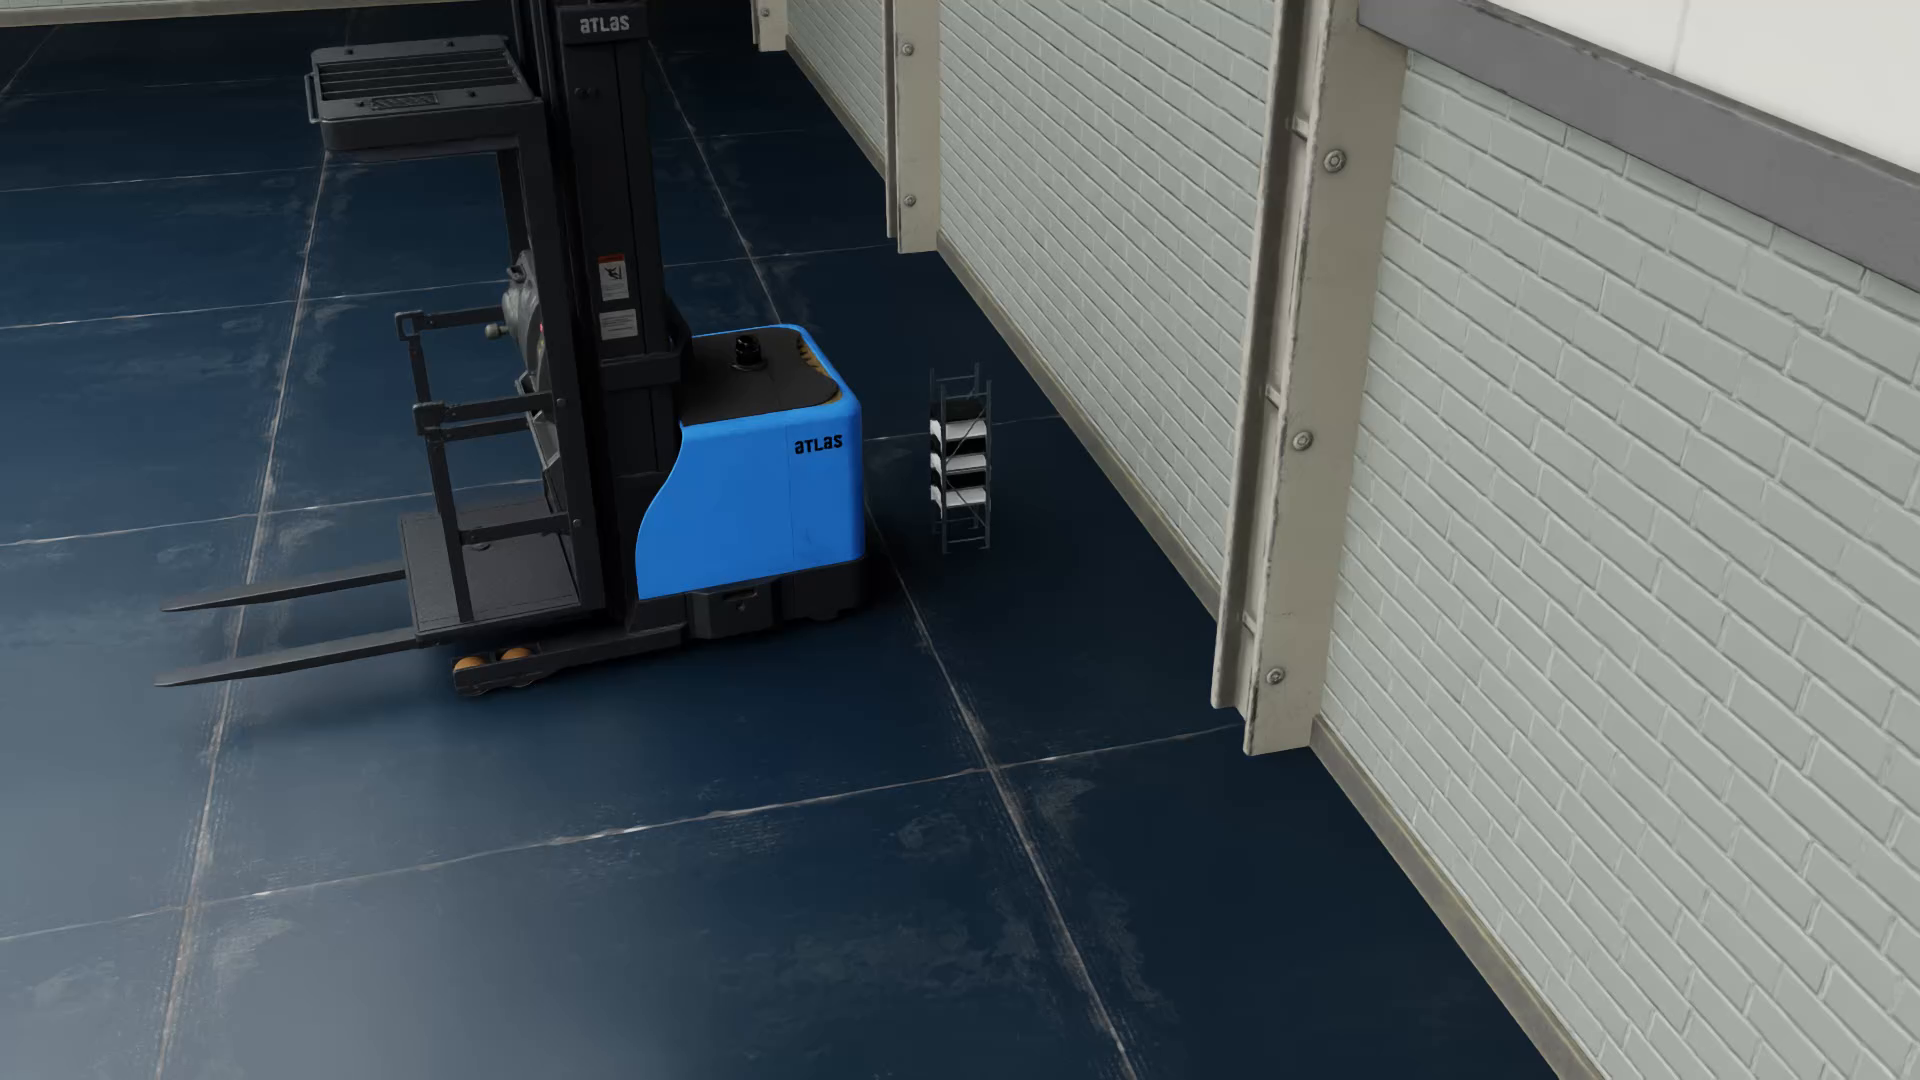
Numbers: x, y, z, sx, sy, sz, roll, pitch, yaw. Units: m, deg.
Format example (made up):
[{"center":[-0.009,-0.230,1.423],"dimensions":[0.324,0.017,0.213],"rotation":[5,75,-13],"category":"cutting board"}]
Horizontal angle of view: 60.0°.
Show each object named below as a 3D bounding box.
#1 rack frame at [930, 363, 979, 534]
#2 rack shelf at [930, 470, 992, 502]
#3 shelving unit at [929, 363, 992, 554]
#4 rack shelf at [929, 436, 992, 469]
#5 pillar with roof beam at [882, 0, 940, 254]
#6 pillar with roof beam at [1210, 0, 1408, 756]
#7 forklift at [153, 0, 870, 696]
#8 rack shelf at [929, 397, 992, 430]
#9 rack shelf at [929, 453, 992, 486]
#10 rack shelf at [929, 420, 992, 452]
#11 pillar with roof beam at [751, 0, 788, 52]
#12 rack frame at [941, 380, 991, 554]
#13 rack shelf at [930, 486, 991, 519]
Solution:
[{"center":[-0.025,-0.435,8.103],"dimensions":[0.240,0.900,0.006],"rotation":[-8,31,-13],"category":"rack frame"},{"center":[0.002,-0.279,8.080],"dimensions":[0.258,0.077,0.200],"rotation":[-8,31,-13],"category":"rack shelf"},{"center":[0.002,-0.386,8.018],"dimensions":[0.258,0.900,0.210],"rotation":[-8,31,-13],"category":"shelving unit"},{"center":[0.002,-0.435,7.989],"dimensions":[0.258,0.077,0.200],"rotation":[-8,31,-13],"category":"rack shelf"},{"center":[-4.481,-5.460,8.700],"dimensions":[9.100,9.000,0.400],"rotation":[-8,31,-13],"category":"pillar with roof beam"},{"center":[-2.889,-2.562,3.694],"dimensions":[9.100,9.000,0.400],"rotation":[-8,31,-13],"category":"pillar with roof beam"},{"center":[-1.986,-0.901,6.881],"dimensions":[3.031,2.935,1.130],"rotation":[-10,32,-17],"category":"forklift"},{"center":[0.002,-0.590,7.899],"dimensions":[0.258,0.077,0.200],"rotation":[-8,31,-13],"category":"rack shelf"},{"center":[0.002,-0.357,8.034],"dimensions":[0.258,0.077,0.200],"rotation":[-8,31,-13],"category":"rack shelf"},{"center":[0.002,-0.512,7.944],"dimensions":[0.258,0.077,0.200],"rotation":[-8,31,-13],"category":"rack shelf"},{"center":[-6.074,-8.358,13.707],"dimensions":[9.100,9.000,0.400],"rotation":[-8,31,-13],"category":"pillar with roof beam"},{"center":[0.029,-0.336,7.933],"dimensions":[0.240,0.900,0.006],"rotation":[-8,31,-13],"category":"rack frame"},{"center":[0.002,-0.201,8.125],"dimensions":[0.258,0.077,0.200],"rotation":[-8,31,-13],"category":"rack shelf"}]
